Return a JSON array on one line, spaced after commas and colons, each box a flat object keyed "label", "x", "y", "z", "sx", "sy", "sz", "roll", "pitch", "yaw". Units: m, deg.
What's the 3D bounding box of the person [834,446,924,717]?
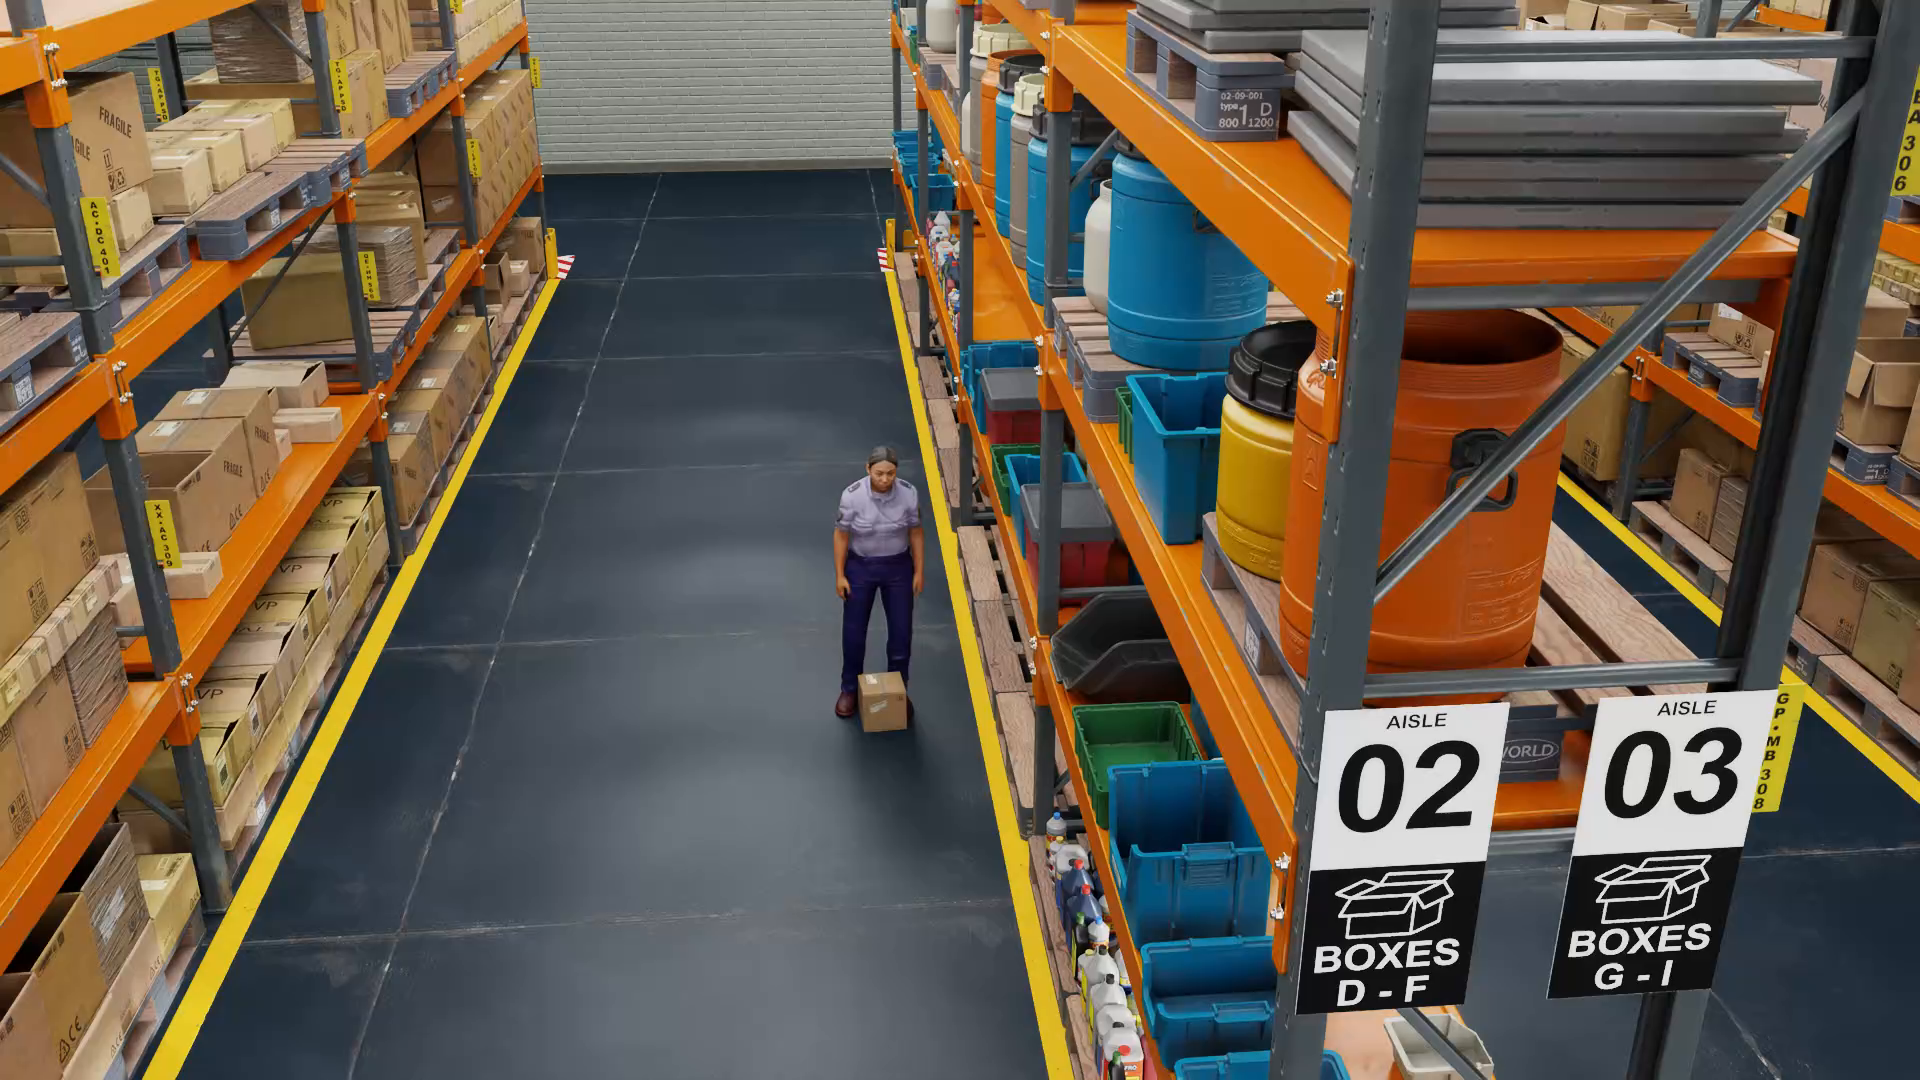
[{"label": "person", "x": -0.474, "y": 0.221, "z": 9.613, "sx": 0.559, "sy": 1.651, "sz": 0.426, "roll": -4, "pitch": 24, "yaw": -8}]
